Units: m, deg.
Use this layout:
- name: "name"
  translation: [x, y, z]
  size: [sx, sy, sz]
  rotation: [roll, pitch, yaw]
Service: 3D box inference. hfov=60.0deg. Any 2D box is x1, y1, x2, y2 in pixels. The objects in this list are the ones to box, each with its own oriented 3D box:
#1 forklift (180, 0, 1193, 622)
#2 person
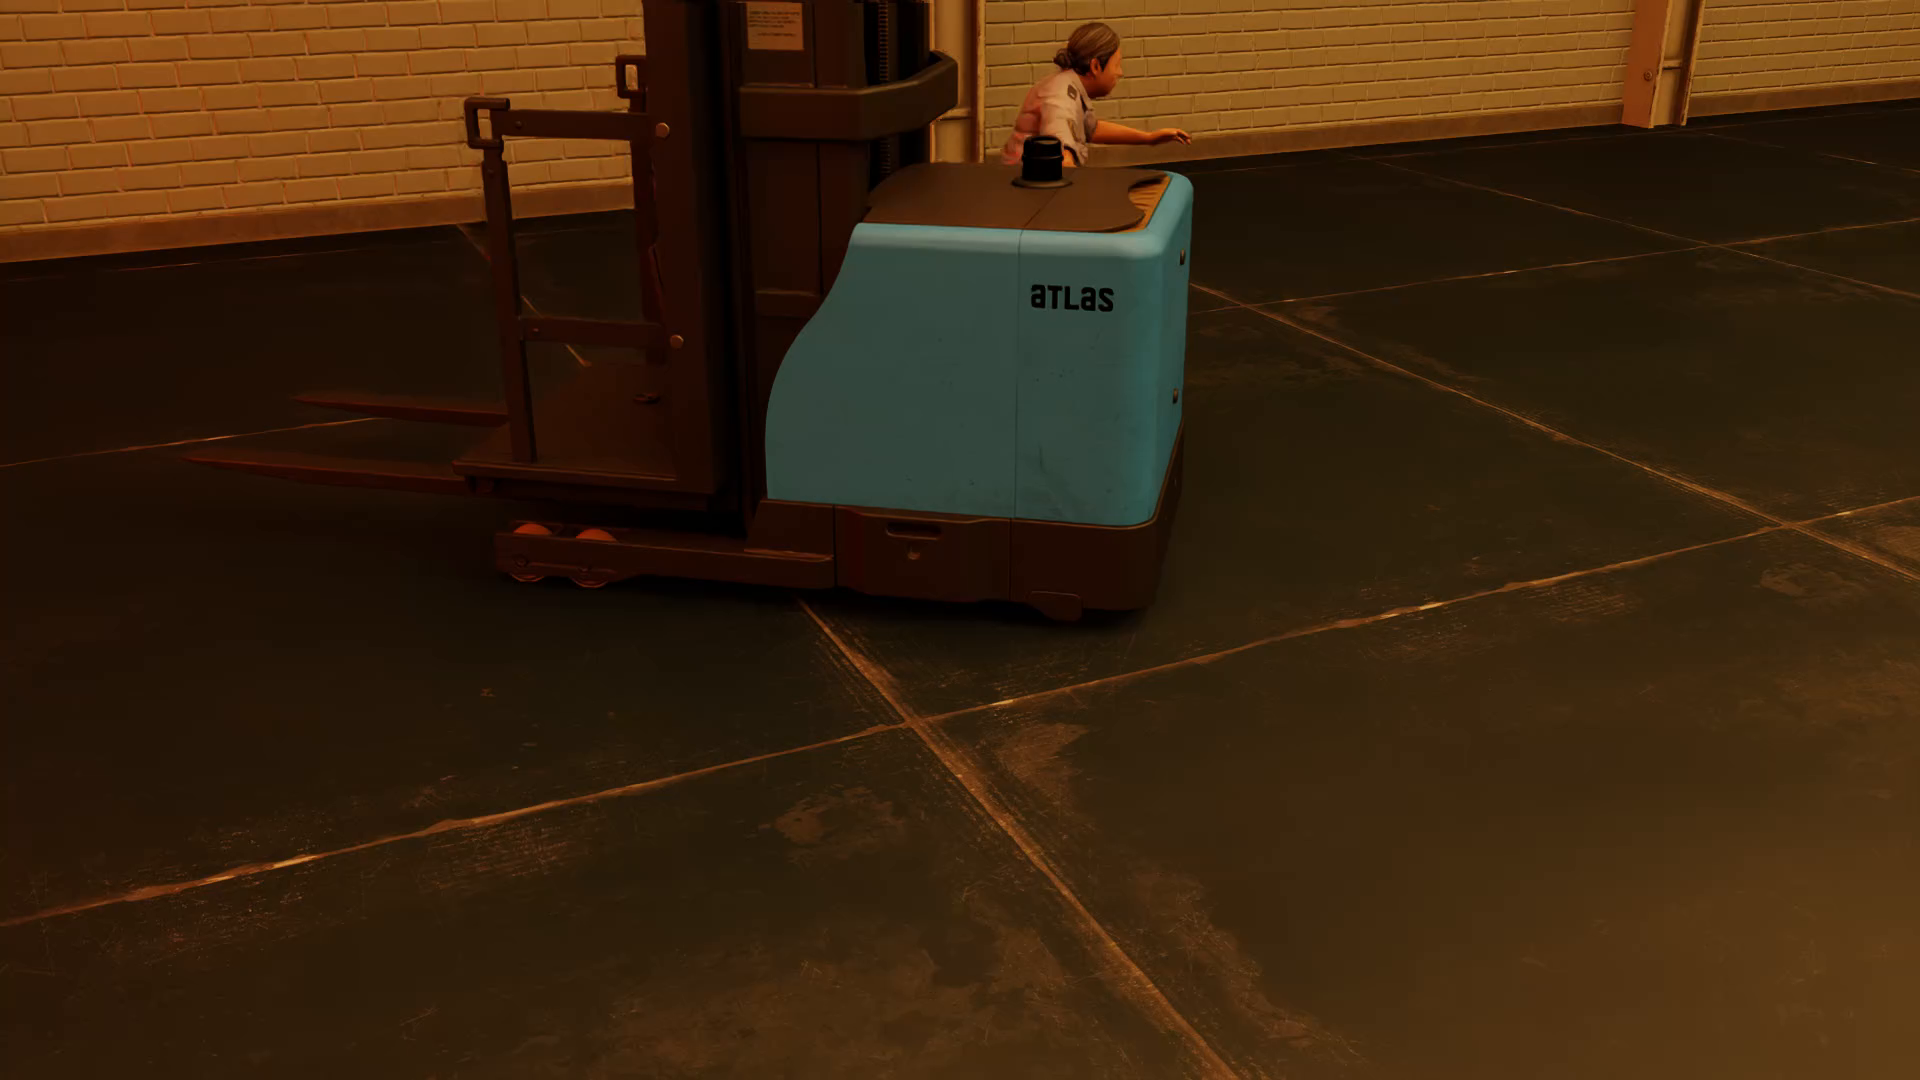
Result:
- name: "forklift"
  translation: [-0.865, -1.407, 4.673]
  size: [3.031, 2.935, 1.130]
  rotation: [5, 23, 11]
- name: "person"
  translation: [0.478, -1.088, 5.922]
  size: [0.880, 1.423, 1.016]
  rotation: [-5, 23, -12]
